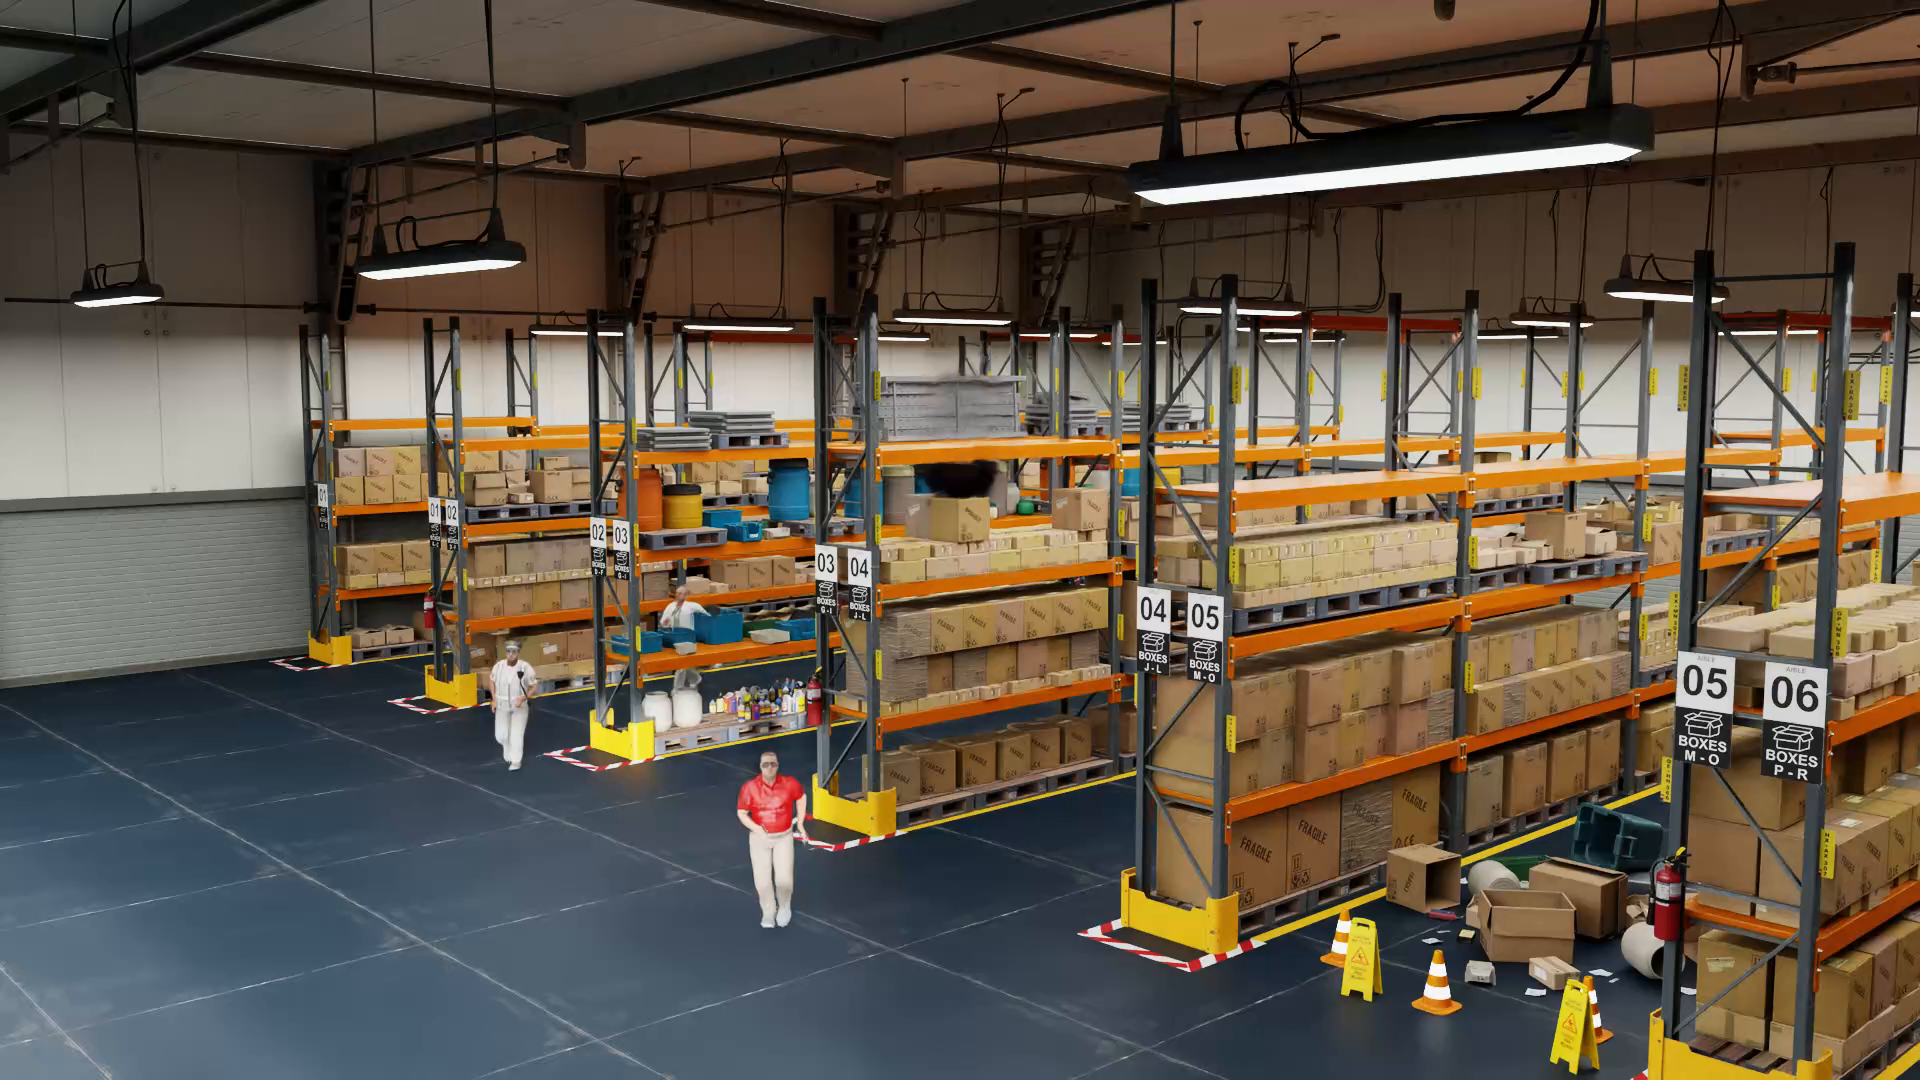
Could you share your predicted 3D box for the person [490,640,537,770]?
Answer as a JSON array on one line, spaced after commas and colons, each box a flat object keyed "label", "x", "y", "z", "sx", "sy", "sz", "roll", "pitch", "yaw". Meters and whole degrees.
[{"label": "person", "x": -5.797, "y": 2.141, "z": 21.544, "sx": 0.621, "sy": 1.711, "sz": 0.598, "roll": -1, "pitch": 6, "yaw": -6}]

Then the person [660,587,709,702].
[{"label": "person", "x": -4.351, "y": 1.618, "z": 26.116, "sx": 0.706, "sy": 1.798, "sz": 1.009, "roll": 3, "pitch": 6, "yaw": 27}]

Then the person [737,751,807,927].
[{"label": "person", "x": -1.724, "y": 2.776, "z": 15.291, "sx": 0.641, "sy": 1.681, "sz": 0.730, "roll": -1, "pitch": 6, "yaw": -7}]
